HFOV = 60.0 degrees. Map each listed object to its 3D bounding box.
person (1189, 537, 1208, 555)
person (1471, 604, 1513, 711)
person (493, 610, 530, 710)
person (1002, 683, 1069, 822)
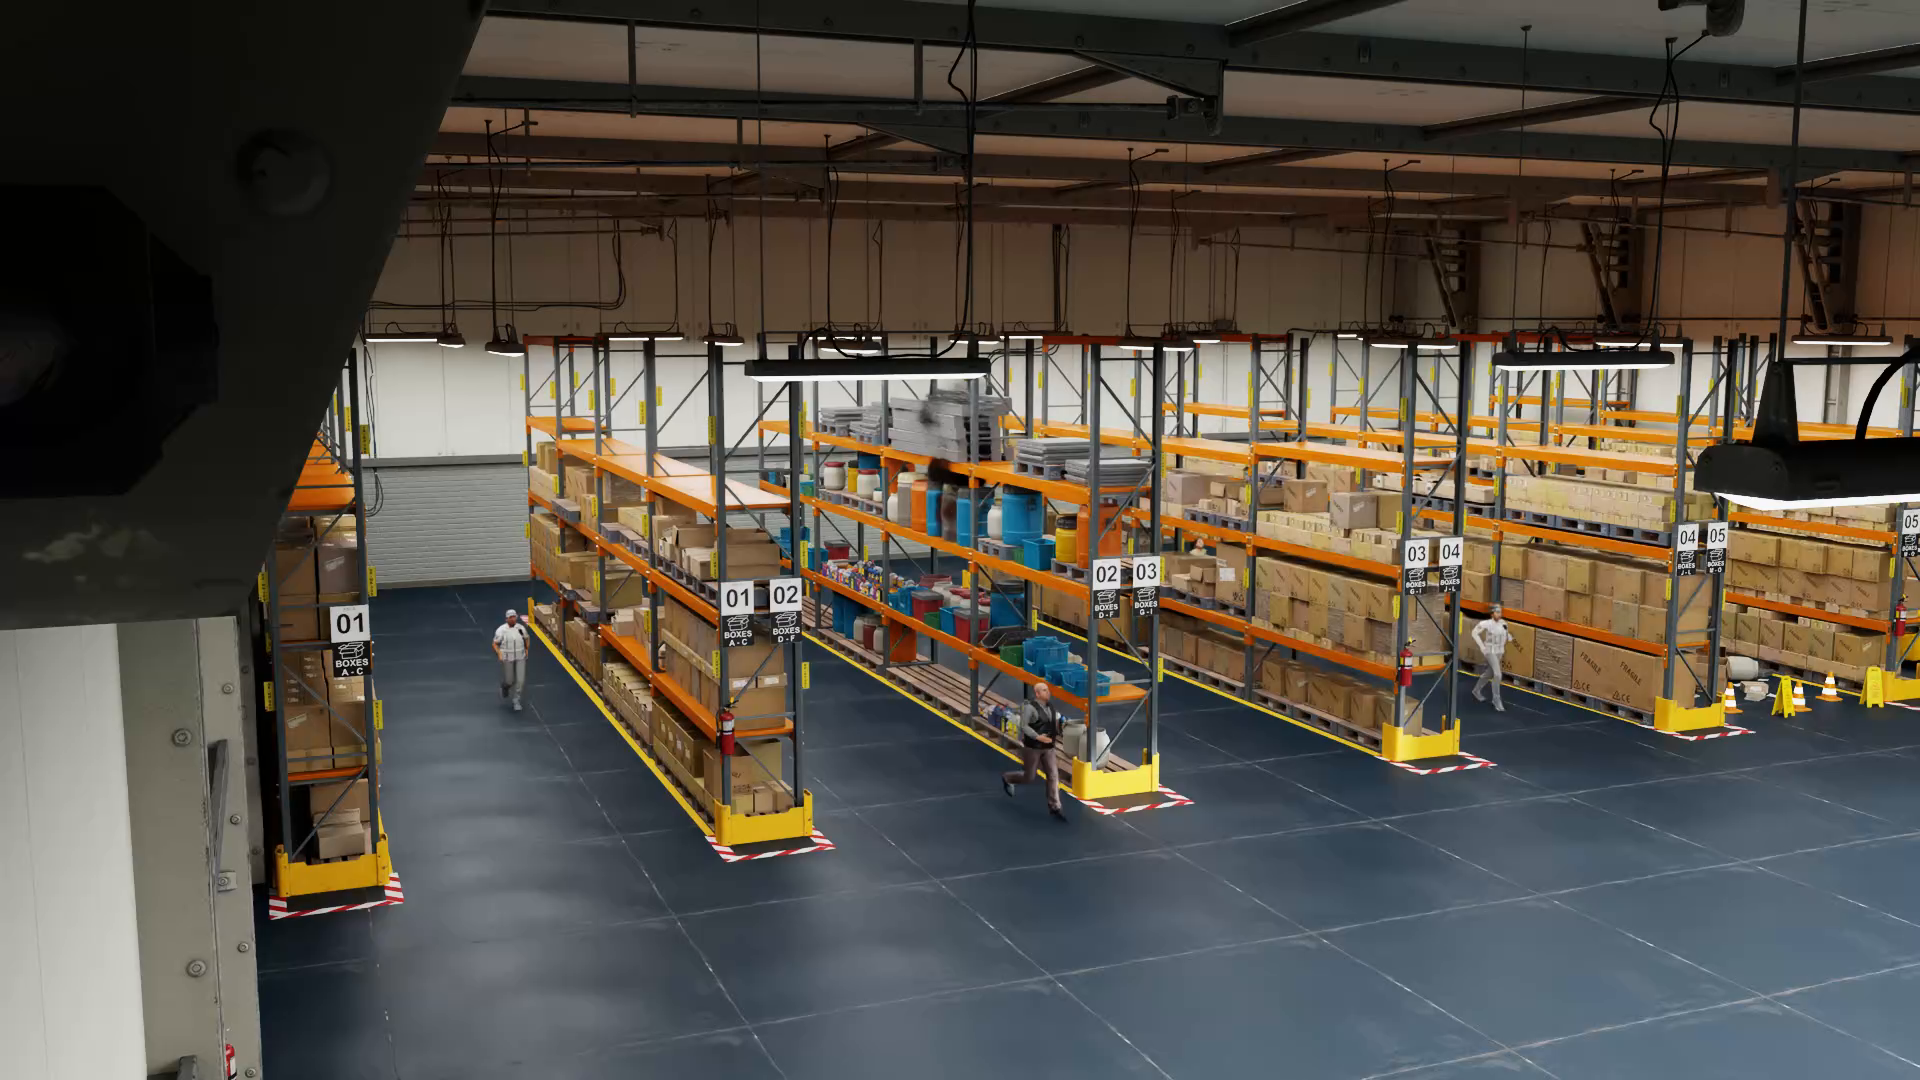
[{"bbox_3d":[5.189,0.742,35.944,0.556,1.626,0.520,-3,8,-21],"label":"person"},{"bbox_3d":[8.736,1.888,27.239,0.584,1.754,0.749,-4,9,-28],"label":"person"},{"bbox_3d":[-7.297,1.933,27.133,0.617,1.625,0.643,-4,9,-28],"label":"person"},{"bbox_3d":[1.004,2.673,21.327,0.653,1.716,1.091,-7,10,-41],"label":"person"}]
